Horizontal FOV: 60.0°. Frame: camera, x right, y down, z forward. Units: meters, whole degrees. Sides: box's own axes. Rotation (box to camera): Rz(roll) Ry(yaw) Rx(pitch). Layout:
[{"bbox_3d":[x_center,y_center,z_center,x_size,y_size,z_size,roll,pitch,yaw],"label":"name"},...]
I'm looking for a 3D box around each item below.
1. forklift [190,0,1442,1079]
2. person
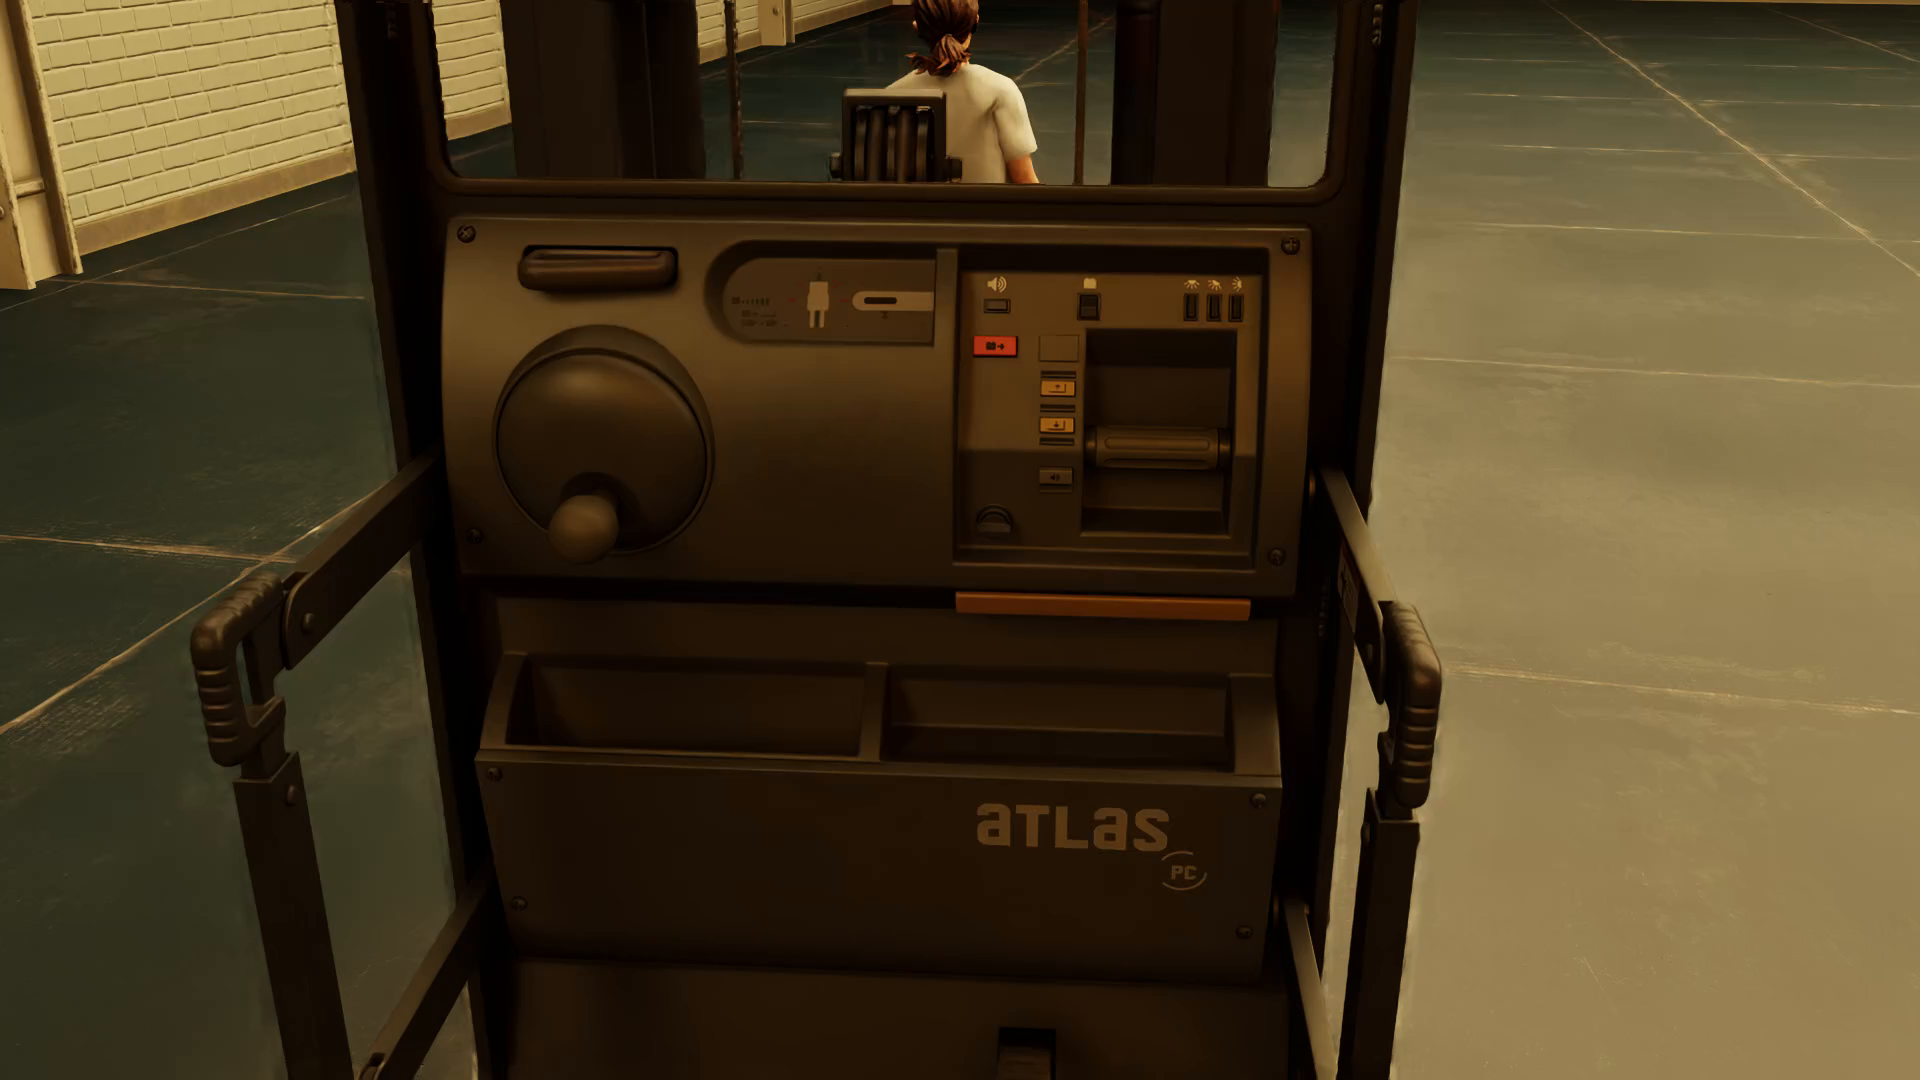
[{"bbox_3d":[-0.107,-0.133,1.592,1.130,2.935,3.031,1,22,4],"label":"forklift"},{"bbox_3d":[0.029,-0.809,4.893,0.549,1.675,0.549,5,23,11],"label":"person"}]
